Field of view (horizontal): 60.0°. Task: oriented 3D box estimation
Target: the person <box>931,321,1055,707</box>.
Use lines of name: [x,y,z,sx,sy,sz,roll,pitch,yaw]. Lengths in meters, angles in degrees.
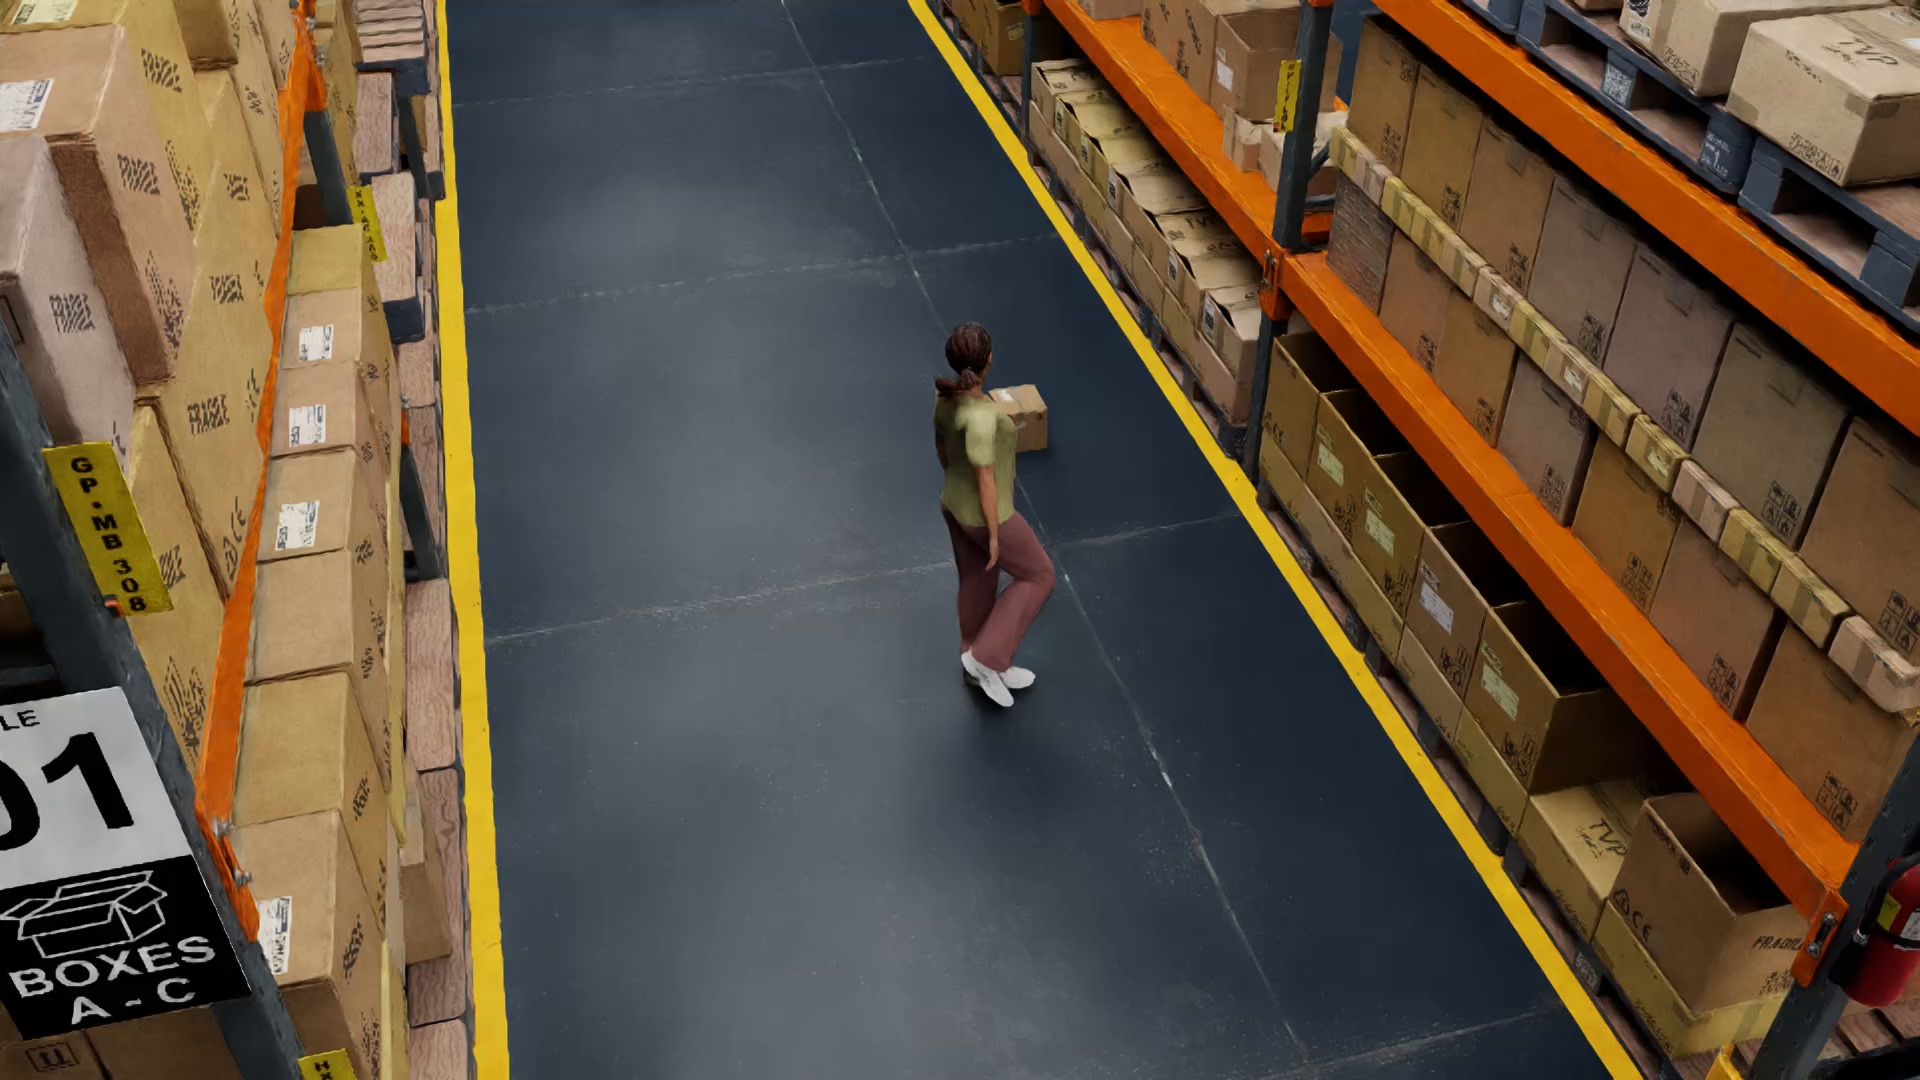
person: [0.144,-0.093,6.817,0.433,1.662,0.655,-15,41,-18]
